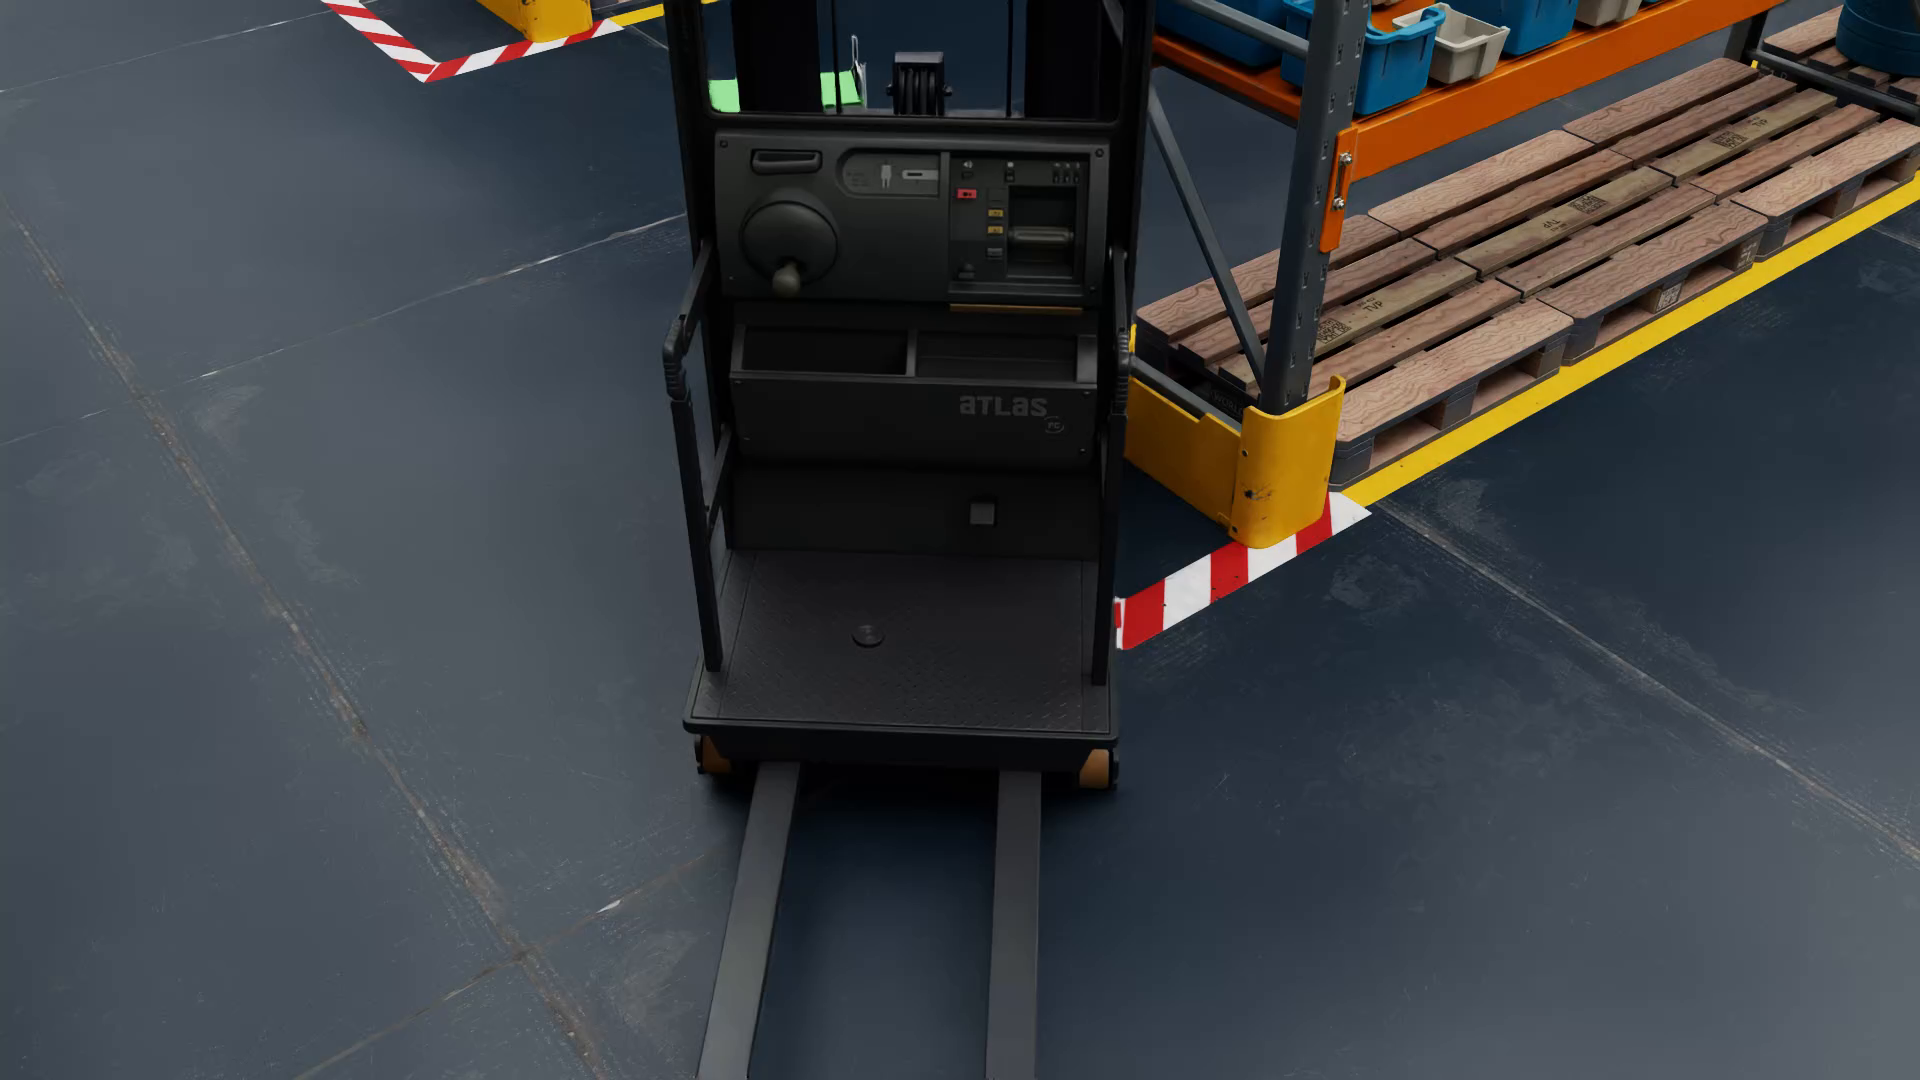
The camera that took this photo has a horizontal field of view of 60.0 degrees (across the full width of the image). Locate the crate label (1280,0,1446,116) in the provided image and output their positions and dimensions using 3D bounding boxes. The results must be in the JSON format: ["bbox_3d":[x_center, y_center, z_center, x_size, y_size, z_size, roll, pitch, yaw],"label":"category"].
[{"bbox_3d":[1.112,-1.378,4.650,0.303,0.233,0.416,-26,46,-28],"label":"crate label"}]

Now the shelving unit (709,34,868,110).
[{"bbox_3d":[-0.558,-1.058,5.593,0.503,1.200,0.258,-7,40,-8],"label":"shelving unit"}]

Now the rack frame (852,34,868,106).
[{"bbox_3d":[-0.318,-1.086,5.627,0.015,1.200,0.240,-7,40,-8],"label":"rack frame"}]

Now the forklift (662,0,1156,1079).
[{"bbox_3d":[-0.126,-0.685,3.774,1.130,2.935,3.031,2,39,2],"label":"forklift"}]

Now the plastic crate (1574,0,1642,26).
[{"bbox_3d":[1.954,-1.686,5.100,0.298,0.136,0.250,-26,46,-28],"label":"plastic crate"}]

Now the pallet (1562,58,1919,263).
[{"bbox_3d":[3.328,-1.654,7.100,1.213,0.211,1.003,-26,46,-28],"label":"pallet"}]

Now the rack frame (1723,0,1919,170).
[{"bbox_3d":[3.887,-3.036,6.586,0.127,3.000,1.000,-26,46,-28],"label":"rack frame"}]

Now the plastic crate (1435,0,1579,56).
[{"bbox_3d":[1.634,-1.633,4.960,0.300,0.233,0.416,-26,46,-28],"label":"plastic crate"}]

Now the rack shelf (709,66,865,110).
[{"bbox_3d":[-0.559,-1.380,5.330,0.480,0.148,0.258,-7,40,-8],"label":"rack shelf"}]

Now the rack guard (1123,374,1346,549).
[{"bbox_3d":[0.704,-0.508,5.475,0.348,0.500,1.175,-26,46,-28],"label":"rack guard"}]

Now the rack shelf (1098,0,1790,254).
[{"bbox_3d":[2.301,-1.985,5.872,4.000,0.370,1.077,-26,46,-28],"label":"rack shelf"}]

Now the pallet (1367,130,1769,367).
[{"bbox_3d":[2.360,-1.180,6.522,1.213,0.211,1.003,-26,46,-28],"label":"pallet"}]

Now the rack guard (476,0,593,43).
[{"bbox_3d":[-2.322,-3.005,8.519,0.348,0.500,1.175,-26,46,-28],"label":"rack guard"}]

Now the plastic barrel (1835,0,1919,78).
[{"bbox_3d":[4.329,-2.589,7.364,0.708,0.901,0.600,-26,46,-28],"label":"plastic barrel"}]

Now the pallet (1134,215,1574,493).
[{"bbox_3d":[1.393,-0.711,5.950,1.213,0.211,1.003,-26,46,-28],"label":"pallet"}]

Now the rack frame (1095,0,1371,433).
[{"bbox_3d":[0.715,-1.490,4.701,0.127,3.000,1.000,-26,46,-28],"label":"rack frame"}]

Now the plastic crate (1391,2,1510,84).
[{"bbox_3d":[1.417,-1.423,4.781,0.298,0.136,0.250,-26,46,-28],"label":"plastic crate"}]

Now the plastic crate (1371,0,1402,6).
[{"bbox_3d":[1.252,-1.817,5.261,0.243,0.136,0.396,-26,46,-28],"label":"plastic crate"}]

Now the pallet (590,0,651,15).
[{"bbox_3d":[-1.716,-3.251,9.047,1.213,0.211,1.003,-26,46,-28],"label":"pallet"}]

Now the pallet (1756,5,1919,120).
[{"bbox_3d":[4.524,-2.235,7.808,1.213,0.211,1.003,-26,46,-28],"label":"pallet"}]

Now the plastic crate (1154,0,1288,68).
[{"bbox_3d":[0.867,-1.750,4.943,0.499,0.435,0.616,-26,46,-28],"label":"plastic crate"}]

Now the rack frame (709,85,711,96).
[{"bbox_3d":[-0.798,-1.030,5.559,0.015,1.200,0.240,-7,40,-8],"label":"rack frame"}]

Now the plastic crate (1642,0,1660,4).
[{"bbox_3d":[2.156,-1.887,5.270,0.300,0.233,0.416,-26,46,-28],"label":"plastic crate"}]
